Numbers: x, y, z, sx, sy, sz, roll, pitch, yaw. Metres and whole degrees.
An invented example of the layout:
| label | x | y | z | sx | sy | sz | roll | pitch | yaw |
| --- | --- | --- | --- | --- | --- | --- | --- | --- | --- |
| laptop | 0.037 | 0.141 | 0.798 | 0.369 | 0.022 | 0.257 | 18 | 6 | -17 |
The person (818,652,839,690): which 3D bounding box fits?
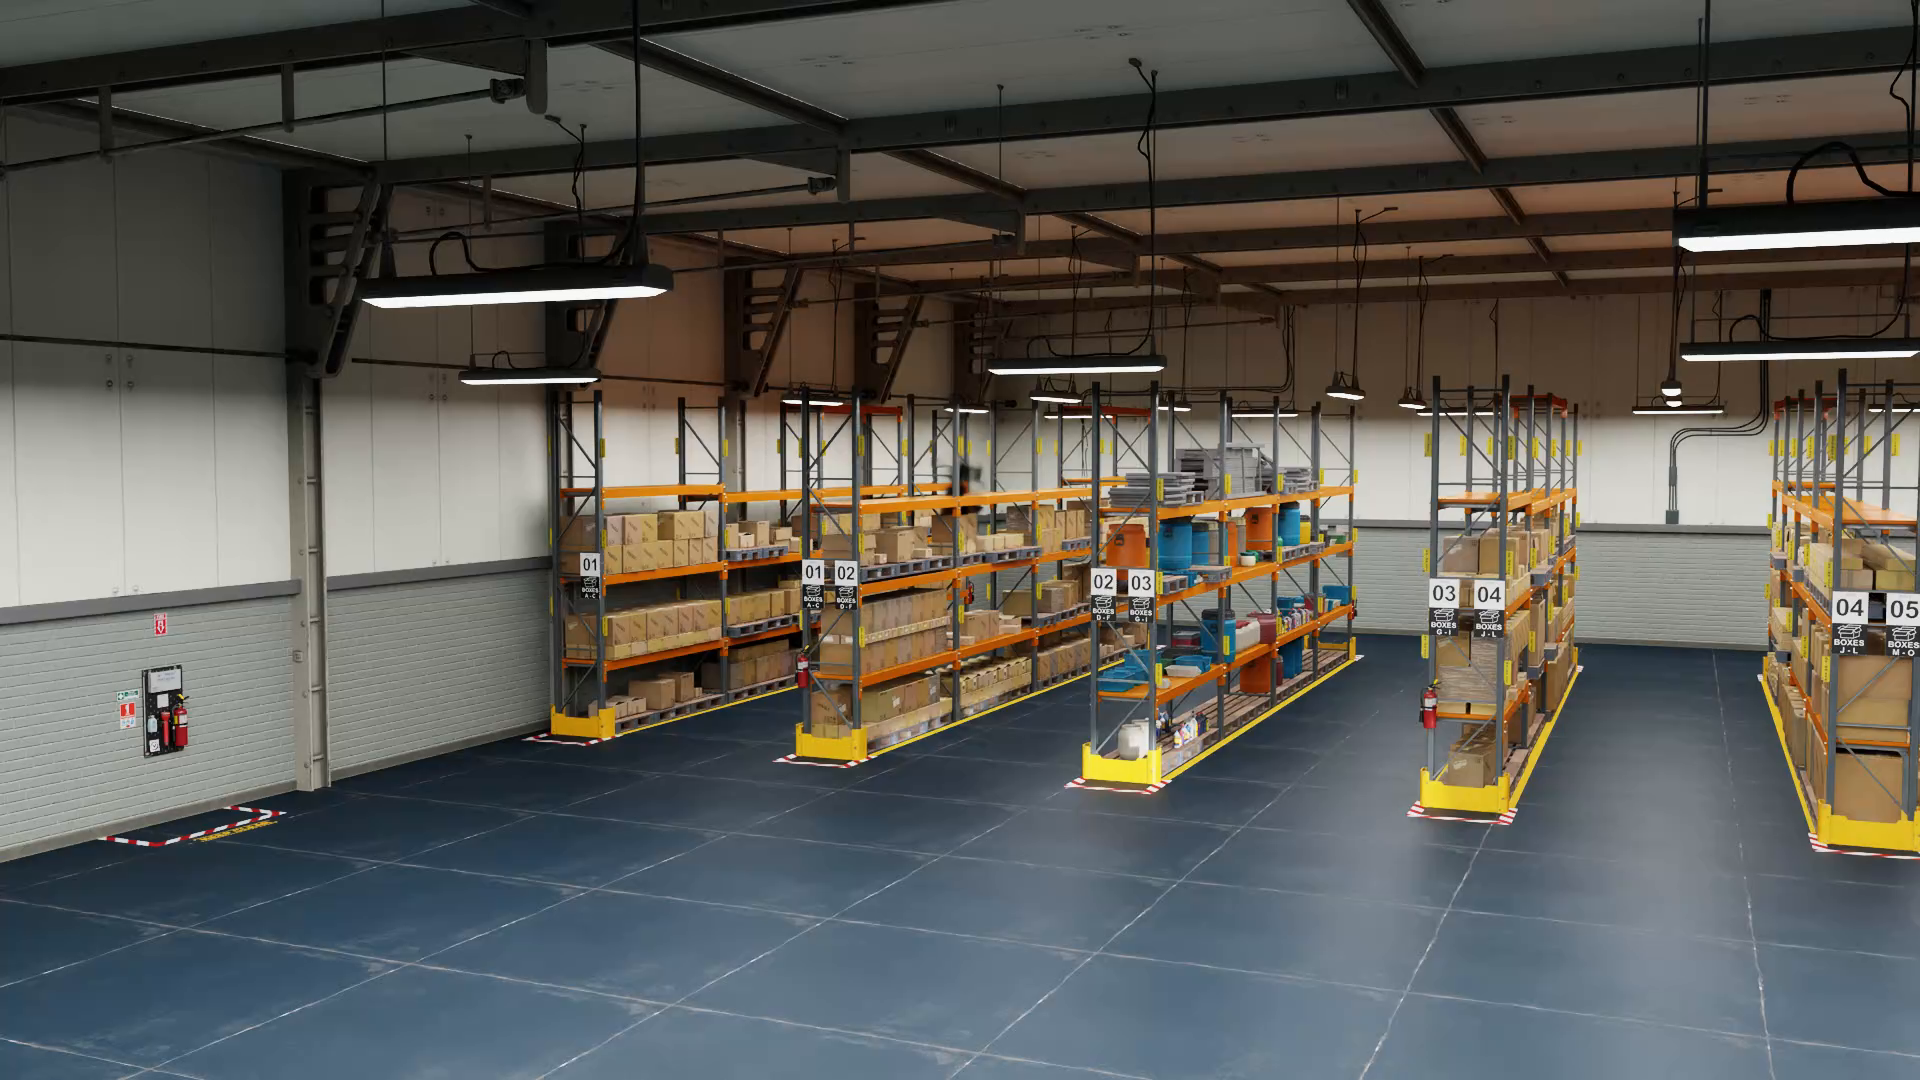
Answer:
| label | x | y | z | sx | sy | sz | roll | pitch | yaw |
| --- | --- | --- | --- | --- | --- | --- | --- | --- | --- |
| person | -2.354 | 2.470 | 30.112 | 0.535 | 1.685 | 0.605 | 1 | 3 | 20 |
